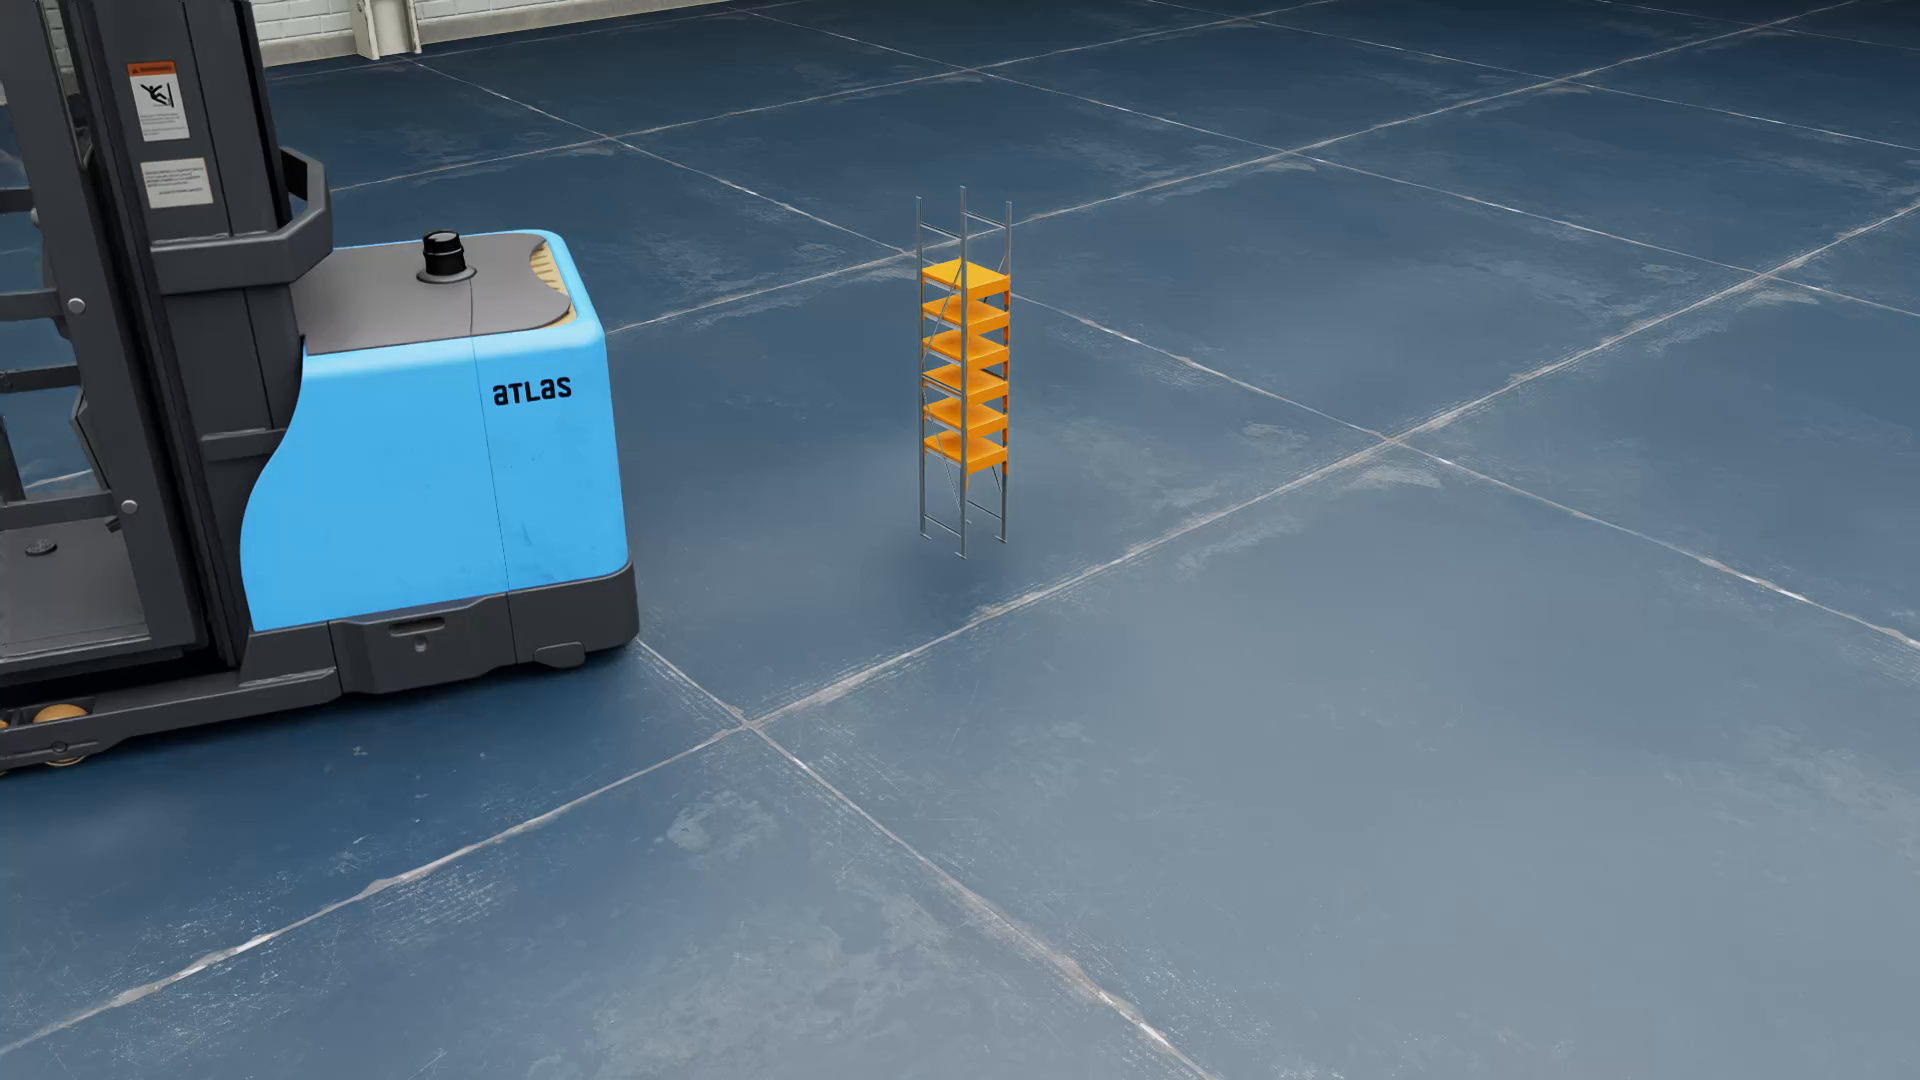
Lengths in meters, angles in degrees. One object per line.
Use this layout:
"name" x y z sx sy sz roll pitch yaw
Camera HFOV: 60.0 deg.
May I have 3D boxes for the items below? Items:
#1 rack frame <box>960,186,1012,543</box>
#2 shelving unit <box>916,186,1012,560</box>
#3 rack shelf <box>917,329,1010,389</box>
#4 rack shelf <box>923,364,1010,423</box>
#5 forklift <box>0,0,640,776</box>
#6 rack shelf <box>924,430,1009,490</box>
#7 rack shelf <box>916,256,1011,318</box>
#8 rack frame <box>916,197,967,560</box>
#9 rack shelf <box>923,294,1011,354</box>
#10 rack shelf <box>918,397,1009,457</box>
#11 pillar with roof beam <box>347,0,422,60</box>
"rack frame" 0.081 -0.562 5.528 0.006 1.200 0.240 -22 35 -35
"shelving unit" 0.011 -0.534 5.475 0.189 1.200 0.258 -22 35 -35
"rack shelf" 0.011 -0.600 5.440 0.180 0.103 0.258 -22 35 -35
"rack shelf" 0.011 -0.494 5.496 0.180 0.103 0.258 -22 35 -35
"forklift" -2.553 -0.920 4.362 3.031 2.935 1.130 -9 30 -17
"rack shelf" 0.011 -0.283 5.610 0.180 0.103 0.258 -22 35 -35
"rack shelf" 0.011 -0.812 5.327 0.180 0.103 0.258 -22 35 -35
"rack frame" -0.059 -0.506 5.423 0.006 1.200 0.240 -22 35 -35
"rack shelf" 0.011 -0.706 5.383 0.180 0.103 0.258 -22 35 -35
"rack shelf" 0.011 -0.389 5.553 0.180 0.103 0.258 -22 35 -35
"pillar with roof beam" -1.575 -6.154 7.719 0.400 9.000 9.100 -22 35 -35
